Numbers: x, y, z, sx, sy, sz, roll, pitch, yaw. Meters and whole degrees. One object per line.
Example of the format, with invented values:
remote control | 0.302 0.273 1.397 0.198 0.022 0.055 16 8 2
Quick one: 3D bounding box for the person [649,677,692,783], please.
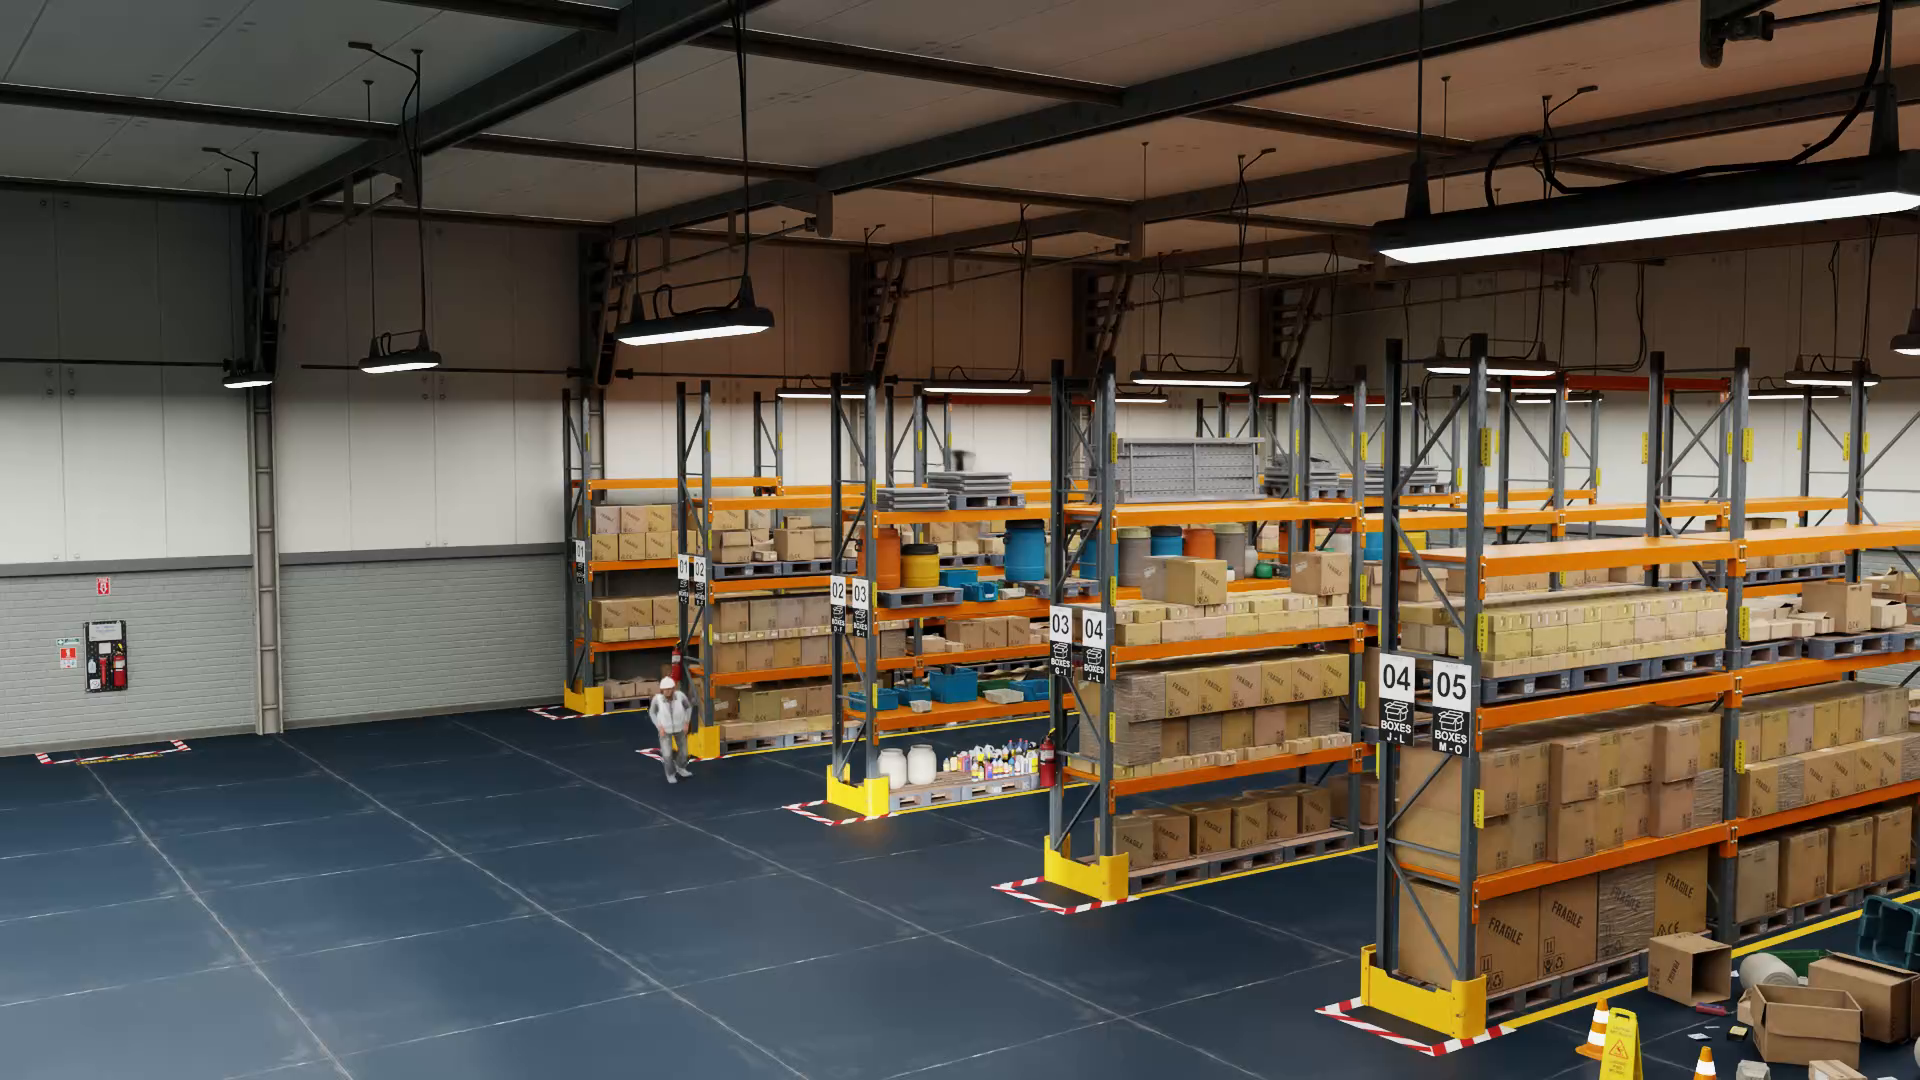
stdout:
person | -4.247 2.779 24.505 0.668 1.627 0.903 -1 4 -18
